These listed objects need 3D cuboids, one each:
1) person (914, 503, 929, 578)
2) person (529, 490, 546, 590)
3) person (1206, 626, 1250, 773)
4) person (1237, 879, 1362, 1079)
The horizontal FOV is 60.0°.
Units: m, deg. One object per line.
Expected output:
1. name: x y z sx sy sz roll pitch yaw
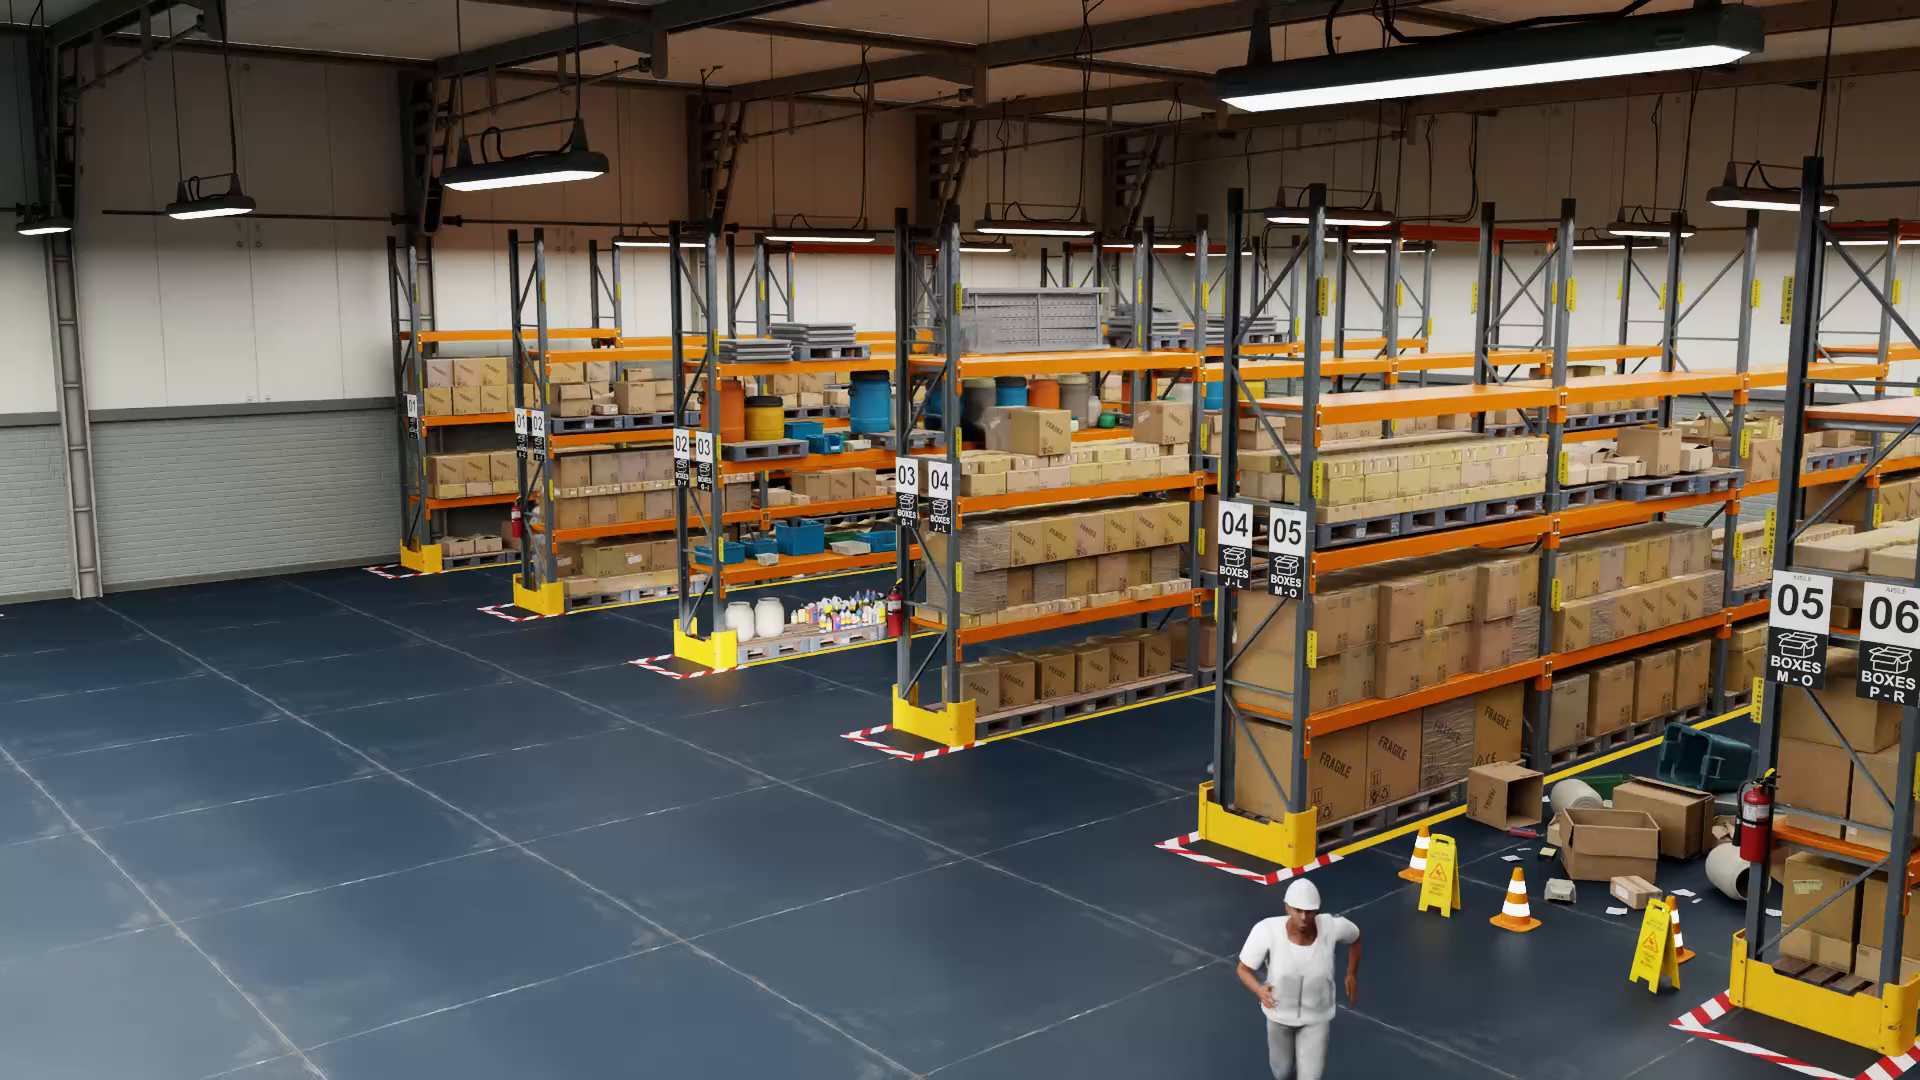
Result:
1. person: -0.718 -0.314 28.171 0.676 1.843 0.755 7 11 39
2. person: -7.044 0.010 28.096 0.600 1.742 0.750 9 12 44
3. person: 3.026 1.553 17.750 0.891 1.798 0.653 -8 12 -41
4. person: 2.010 2.820 9.871 0.734 1.774 0.979 1 9 9
